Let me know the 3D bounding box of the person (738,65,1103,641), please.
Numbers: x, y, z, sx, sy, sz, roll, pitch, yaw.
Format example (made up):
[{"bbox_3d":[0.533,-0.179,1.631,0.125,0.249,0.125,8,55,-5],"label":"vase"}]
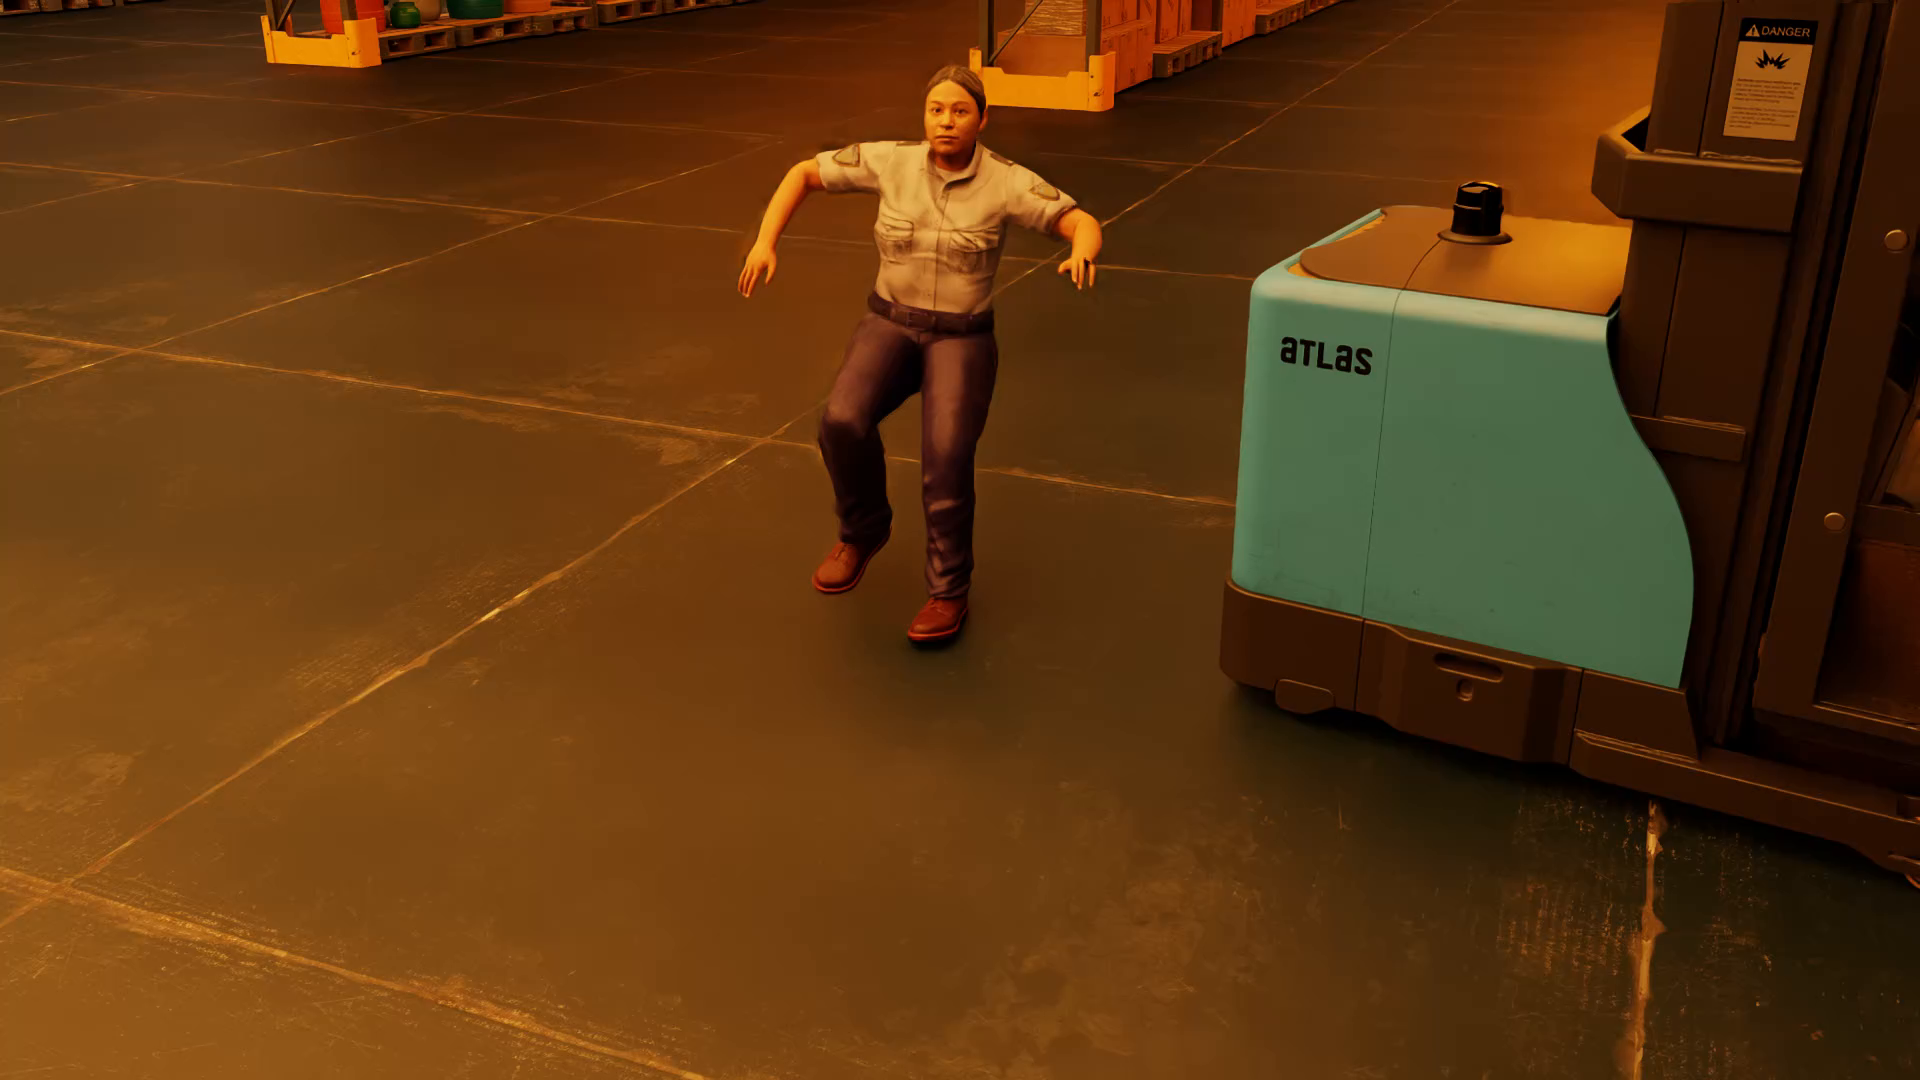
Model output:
[{"bbox_3d":[-0.122,-0.516,4.471,0.990,1.419,0.787,2,23,5],"label":"person"}]

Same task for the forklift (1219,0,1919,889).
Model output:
[{"bbox_3d":[2.176,-0.826,3.269,3.031,2.935,1.130,13,26,28],"label":"forklift"}]
